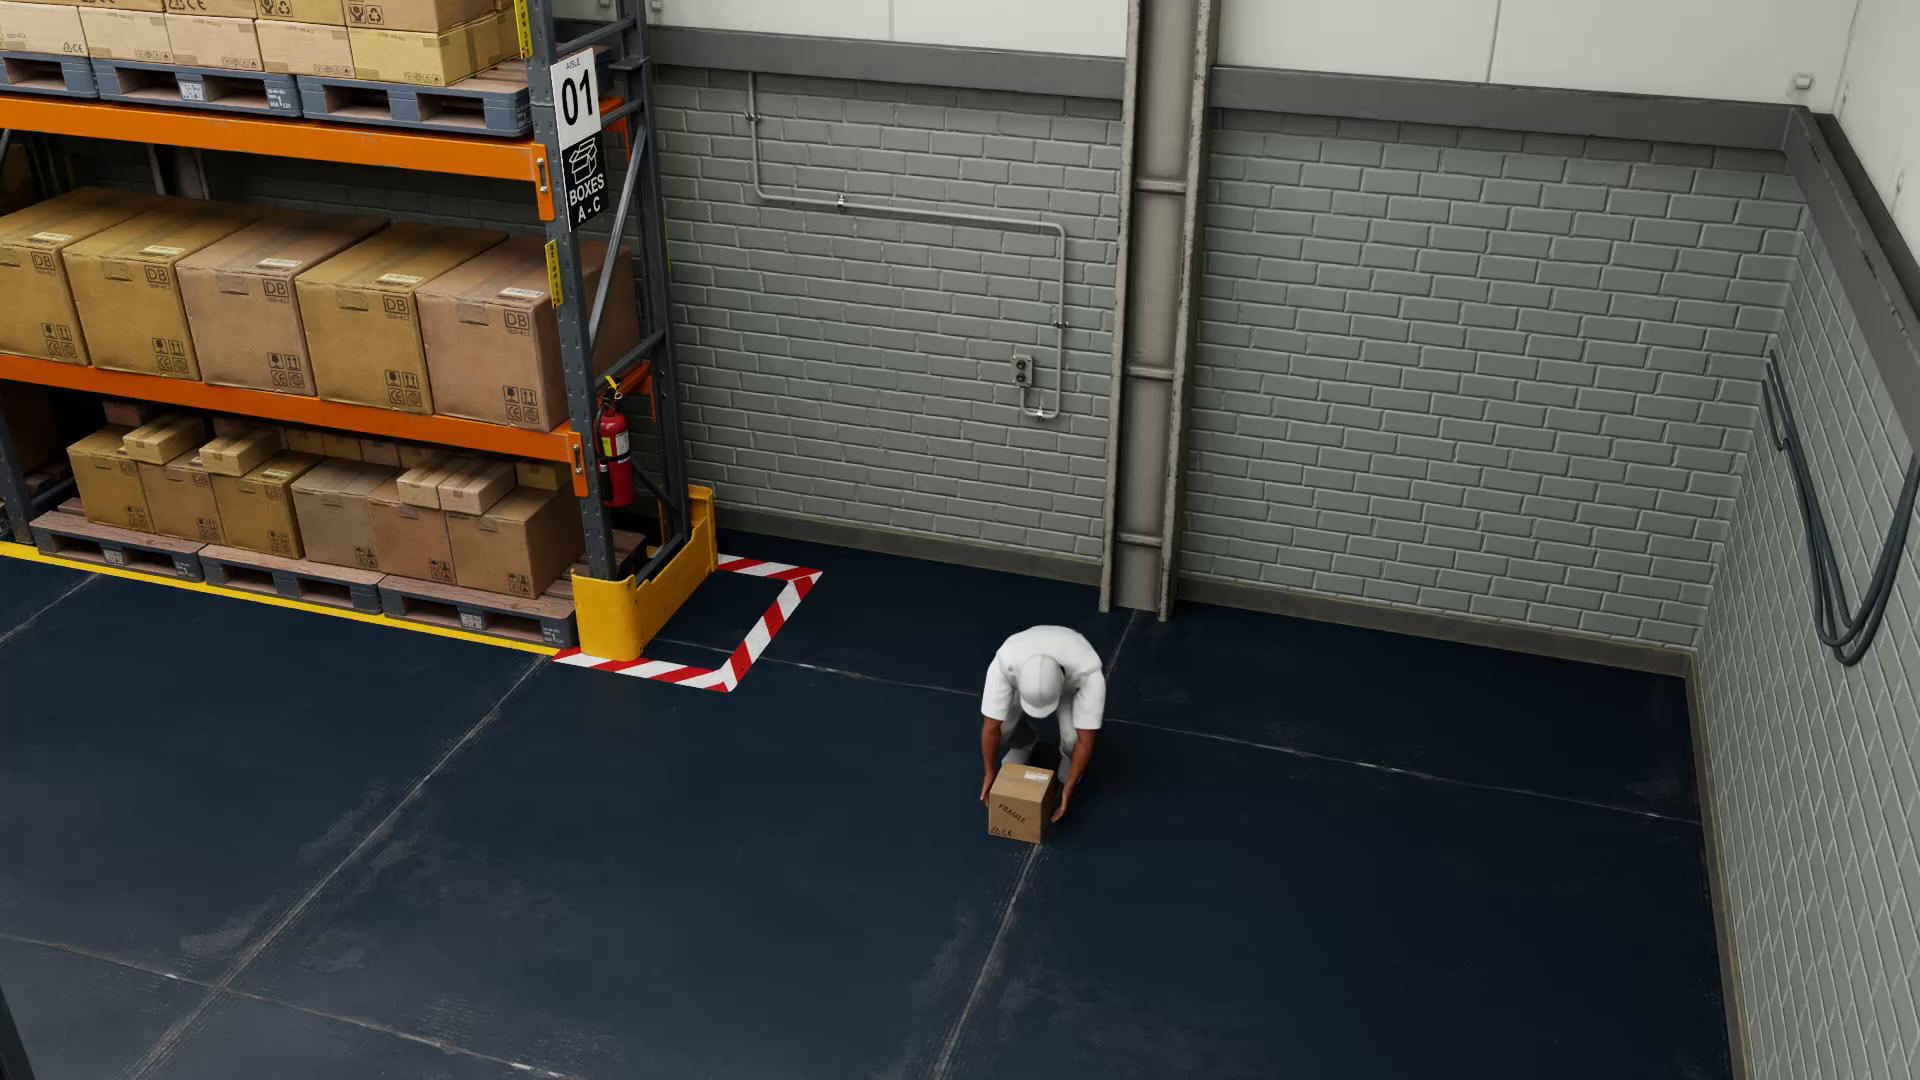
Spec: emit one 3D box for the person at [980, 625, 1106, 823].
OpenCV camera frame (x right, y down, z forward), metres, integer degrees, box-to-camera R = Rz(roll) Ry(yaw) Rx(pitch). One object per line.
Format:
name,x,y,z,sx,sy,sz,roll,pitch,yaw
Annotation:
person,0.430,0.750,7.924,0.572,0.878,0.898,8,30,15
